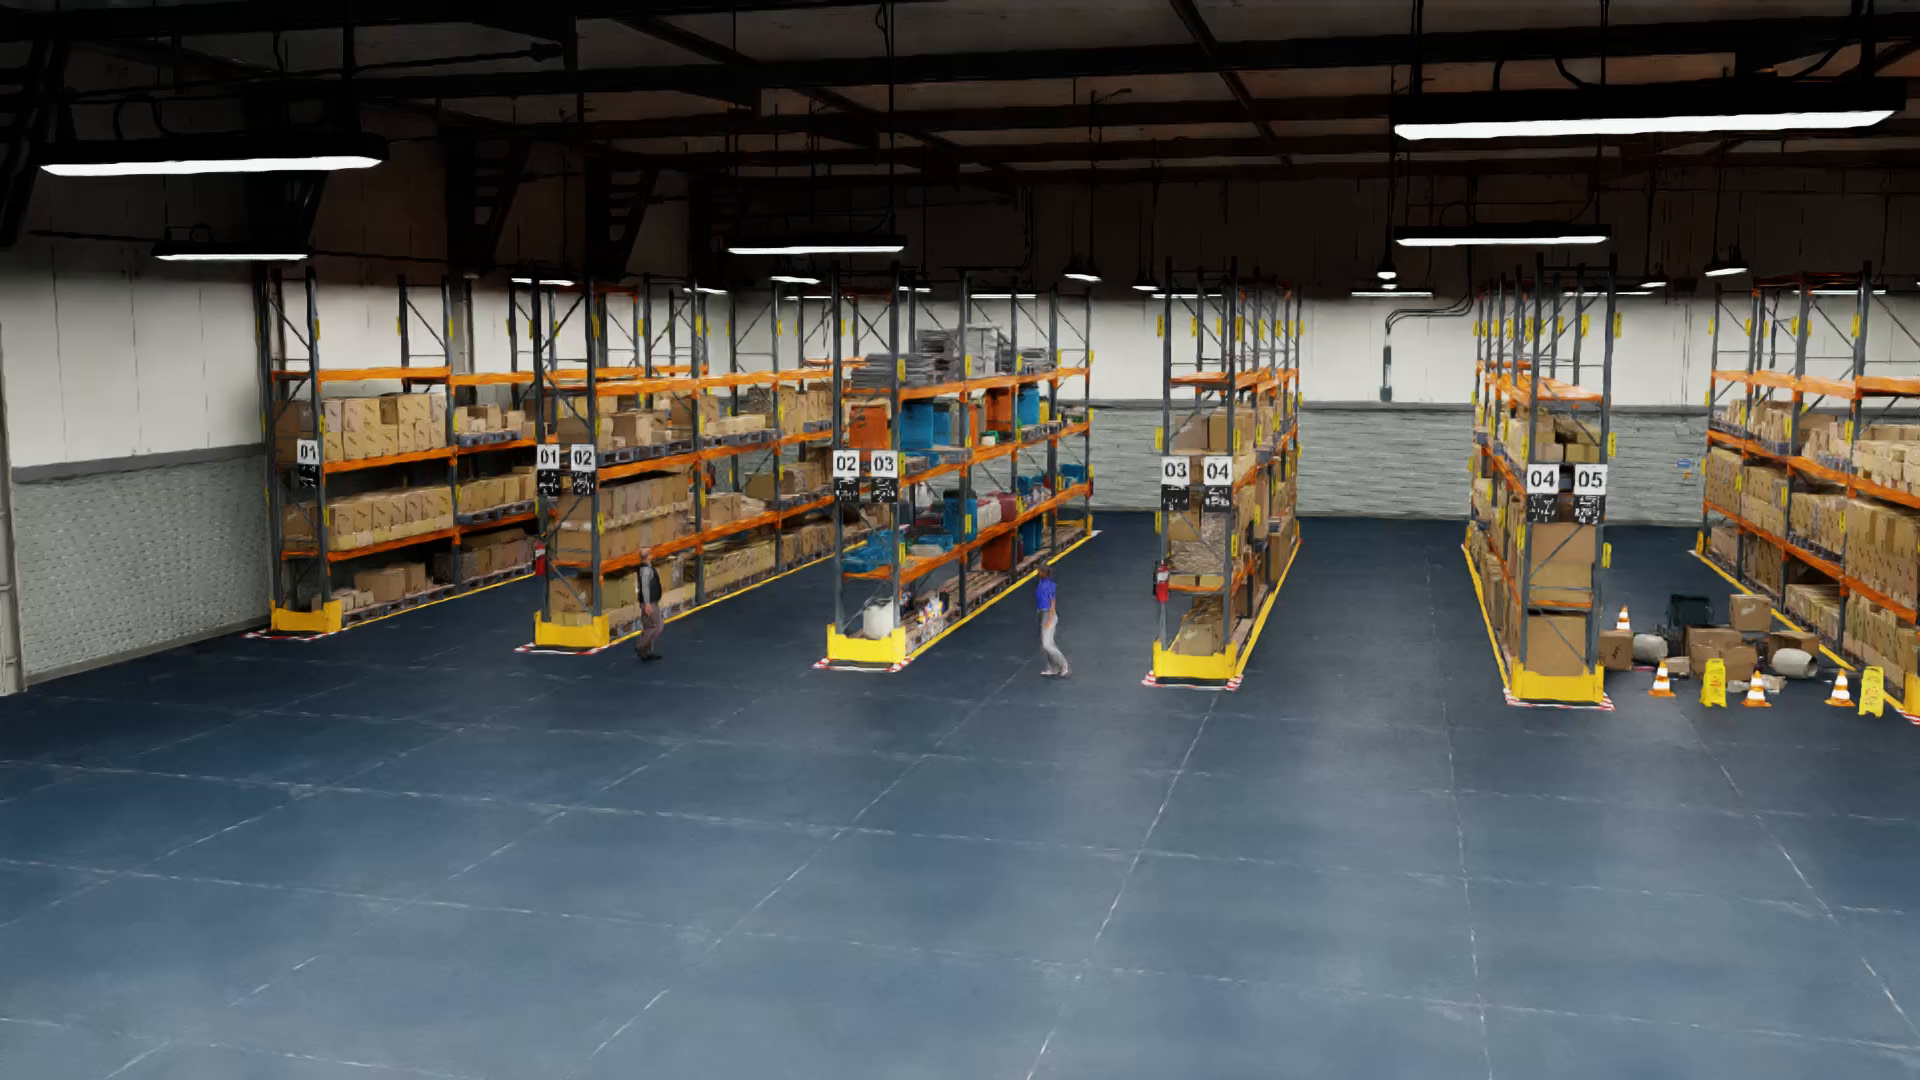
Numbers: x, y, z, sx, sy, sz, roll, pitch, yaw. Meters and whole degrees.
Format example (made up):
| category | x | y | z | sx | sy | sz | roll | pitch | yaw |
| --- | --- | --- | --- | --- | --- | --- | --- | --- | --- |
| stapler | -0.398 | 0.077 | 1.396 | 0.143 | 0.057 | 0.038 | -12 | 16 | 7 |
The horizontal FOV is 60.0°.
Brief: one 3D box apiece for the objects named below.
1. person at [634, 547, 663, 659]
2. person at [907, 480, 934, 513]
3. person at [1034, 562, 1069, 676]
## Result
| category | x | y | z | sx | sy | sz | roll | pitch | yaw |
| --- | --- | --- | --- | --- | --- | --- | --- | --- | --- |
| person | -4.740 | 0.958 | 25.214 | 0.444 | 1.719 | 0.569 | -2 | 7 | -13 |
| person | -0.934 | -0.815 | 39.198 | 0.677 | 1.726 | 0.569 | 2 | 7 | 12 |
| person | 1.325 | 1.144 | 24.003 | 0.441 | 1.637 | 0.612 | -2 | 8 | -18 |
